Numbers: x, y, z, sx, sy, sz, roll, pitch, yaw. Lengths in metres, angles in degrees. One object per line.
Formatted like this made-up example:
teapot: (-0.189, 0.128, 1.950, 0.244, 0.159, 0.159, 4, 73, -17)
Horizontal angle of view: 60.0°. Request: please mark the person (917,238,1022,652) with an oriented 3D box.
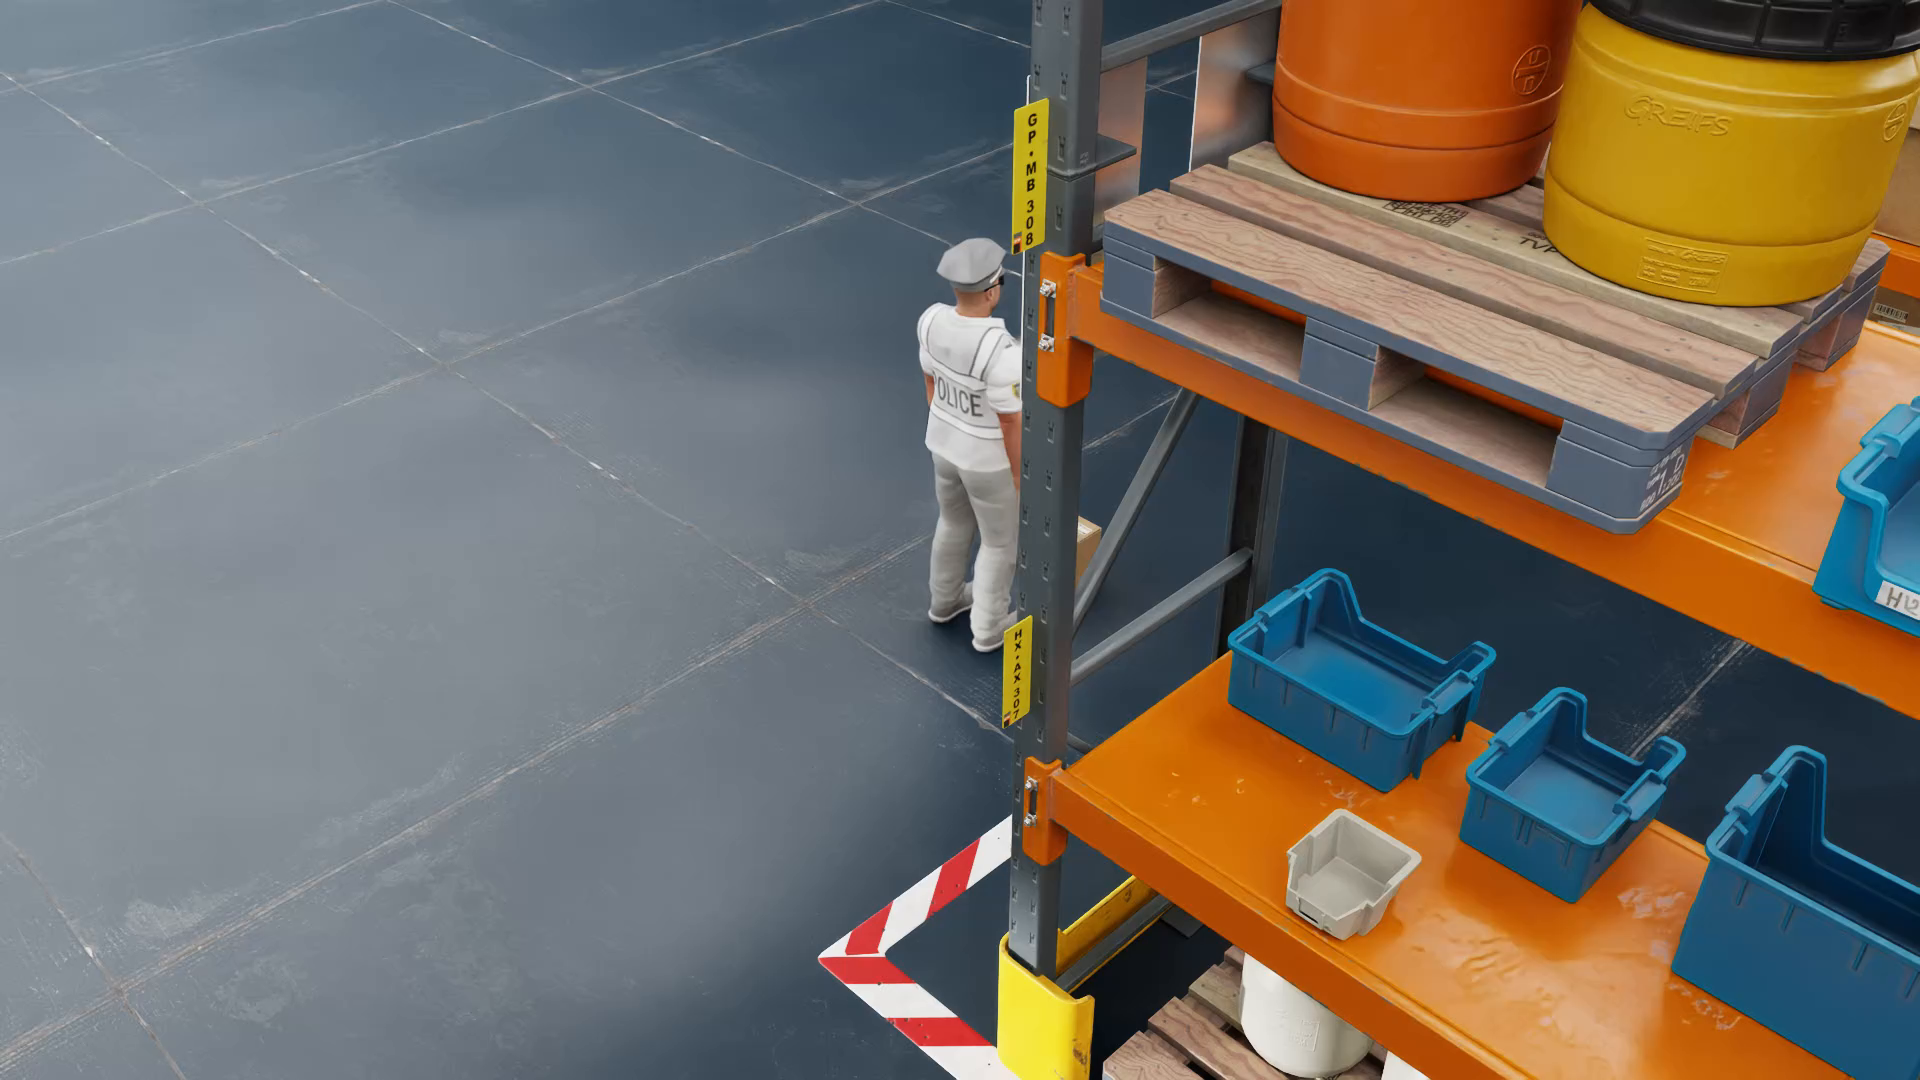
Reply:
person: (0.083, -0.373, 6.661, 0.389, 1.769, 0.525, -29, 44, -34)
